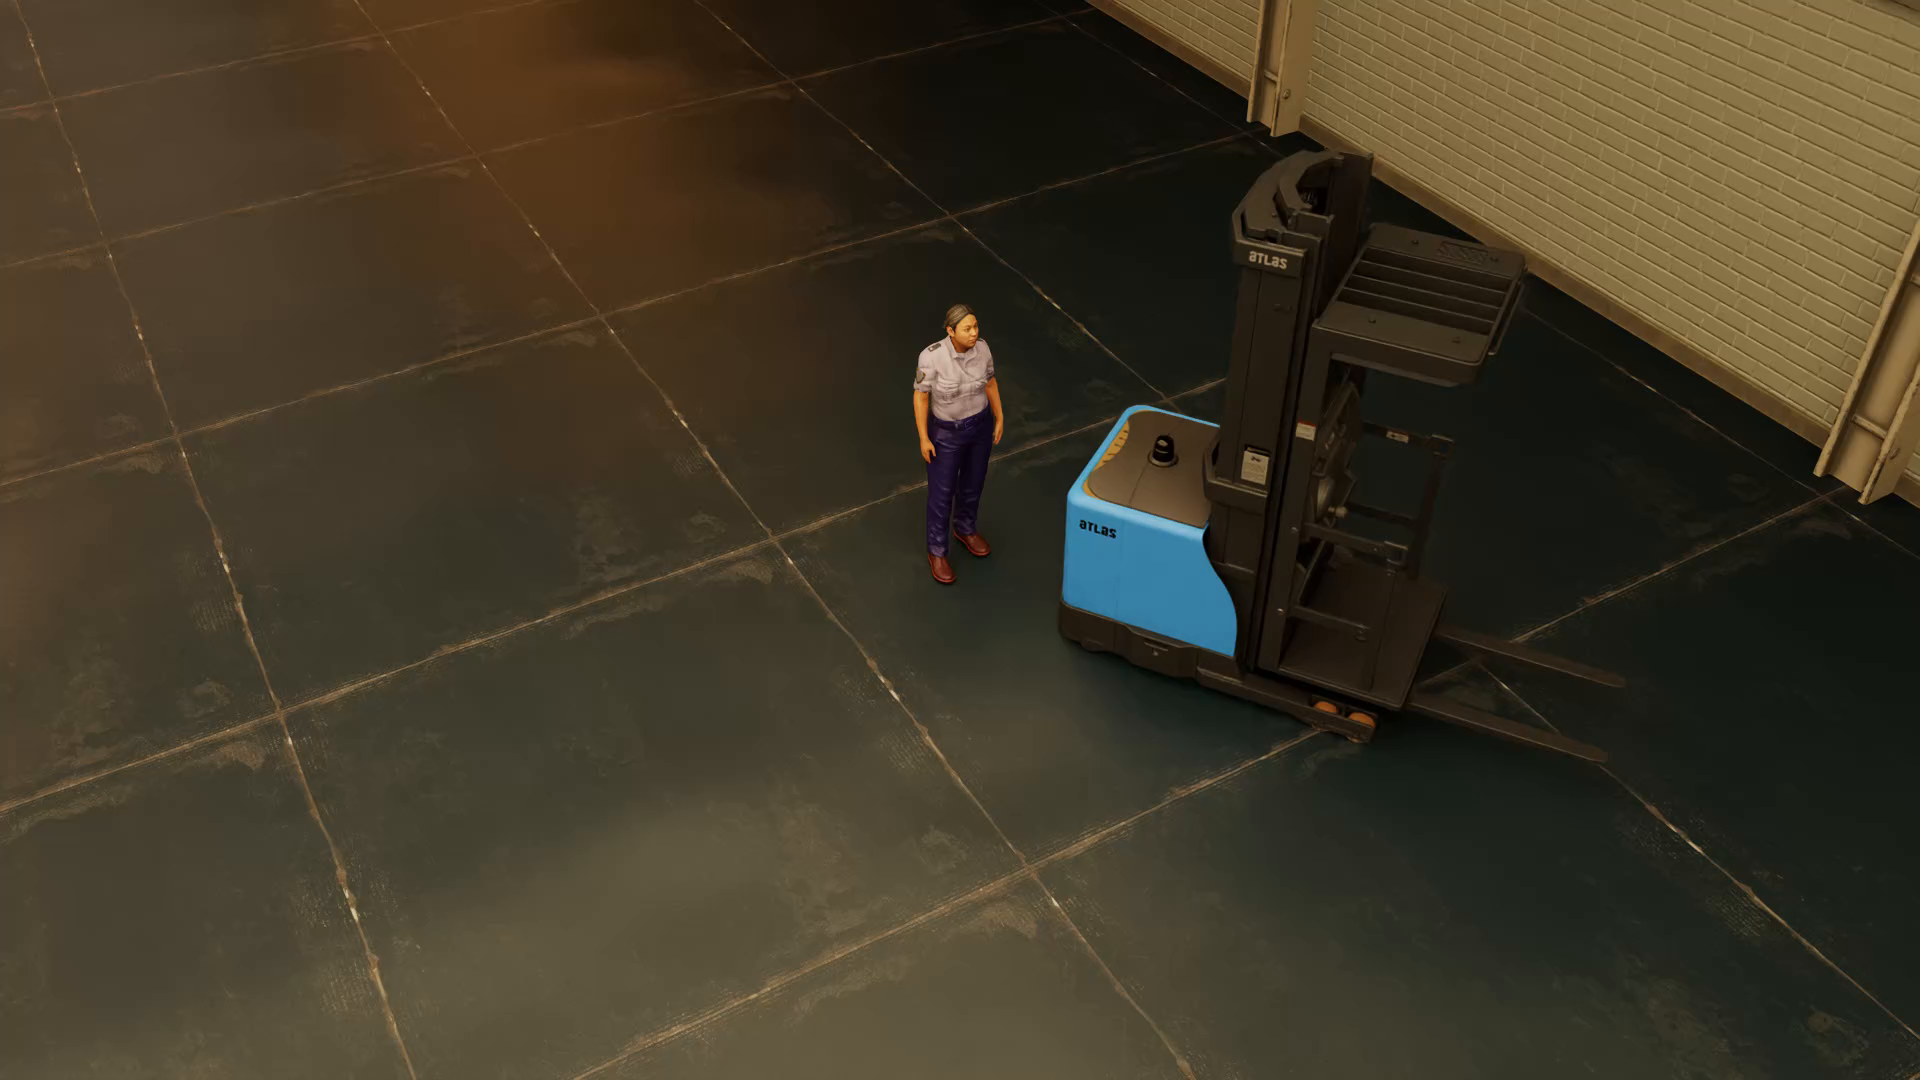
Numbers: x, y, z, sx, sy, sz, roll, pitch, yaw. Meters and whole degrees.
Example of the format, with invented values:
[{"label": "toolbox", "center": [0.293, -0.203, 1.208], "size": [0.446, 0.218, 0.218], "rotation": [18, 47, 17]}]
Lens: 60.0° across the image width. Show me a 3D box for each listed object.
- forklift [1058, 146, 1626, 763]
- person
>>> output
[{"label": "forklift", "center": [2.122, -0.418, 8.541], "size": [3.031, 2.935, 1.130], "rotation": [17, 43, 20]}, {"label": "person", "center": [0.019, -0.581, 9.730], "size": [0.584, 1.651, 0.502], "rotation": [-20, 44, -23]}]
